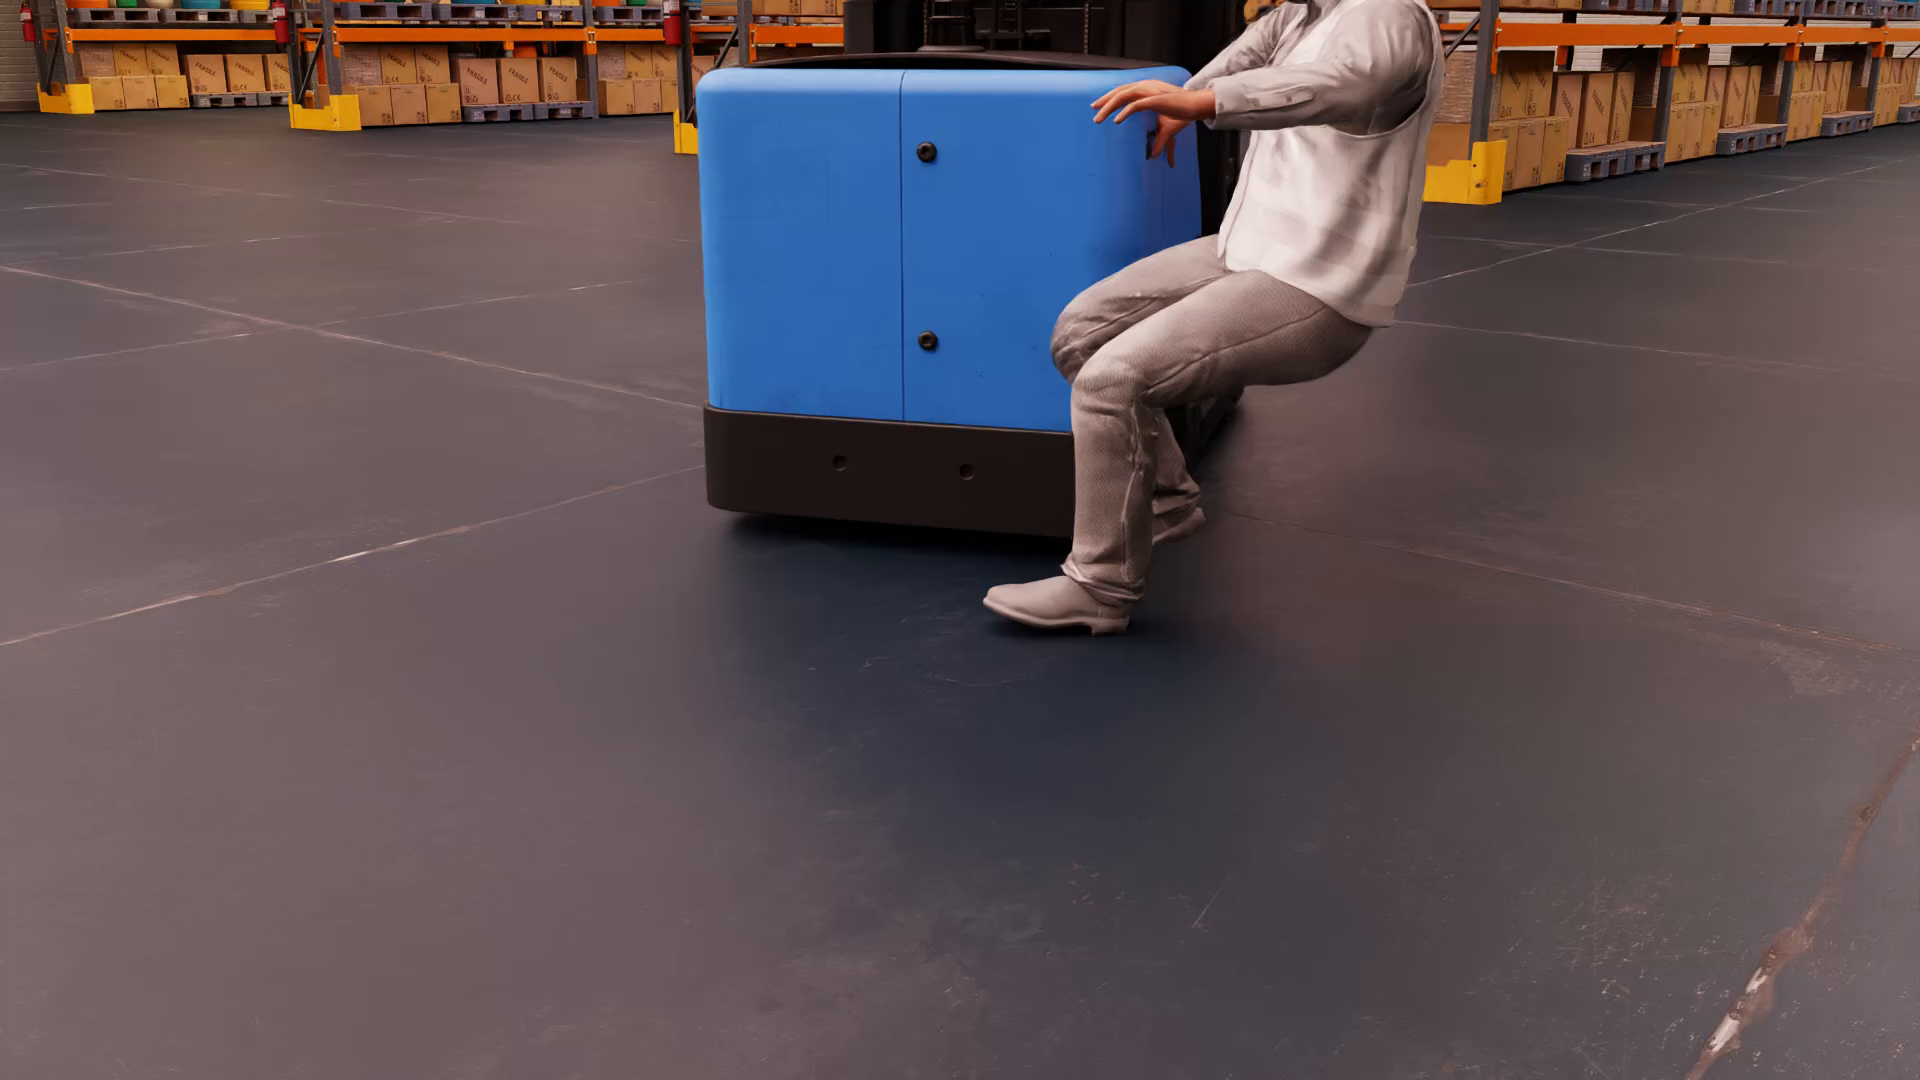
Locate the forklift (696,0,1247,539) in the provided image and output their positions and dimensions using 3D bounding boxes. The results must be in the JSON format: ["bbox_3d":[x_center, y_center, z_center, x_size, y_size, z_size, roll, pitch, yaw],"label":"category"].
[{"bbox_3d":[0.290,-1.790,4.791,1.130,2.935,3.031,5,18,15],"label":"forklift"}]

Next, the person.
[{"bbox_3d":[0.463,-0.600,3.278,0.871,1.545,1.020,-3,17,-10],"label":"person"}]
